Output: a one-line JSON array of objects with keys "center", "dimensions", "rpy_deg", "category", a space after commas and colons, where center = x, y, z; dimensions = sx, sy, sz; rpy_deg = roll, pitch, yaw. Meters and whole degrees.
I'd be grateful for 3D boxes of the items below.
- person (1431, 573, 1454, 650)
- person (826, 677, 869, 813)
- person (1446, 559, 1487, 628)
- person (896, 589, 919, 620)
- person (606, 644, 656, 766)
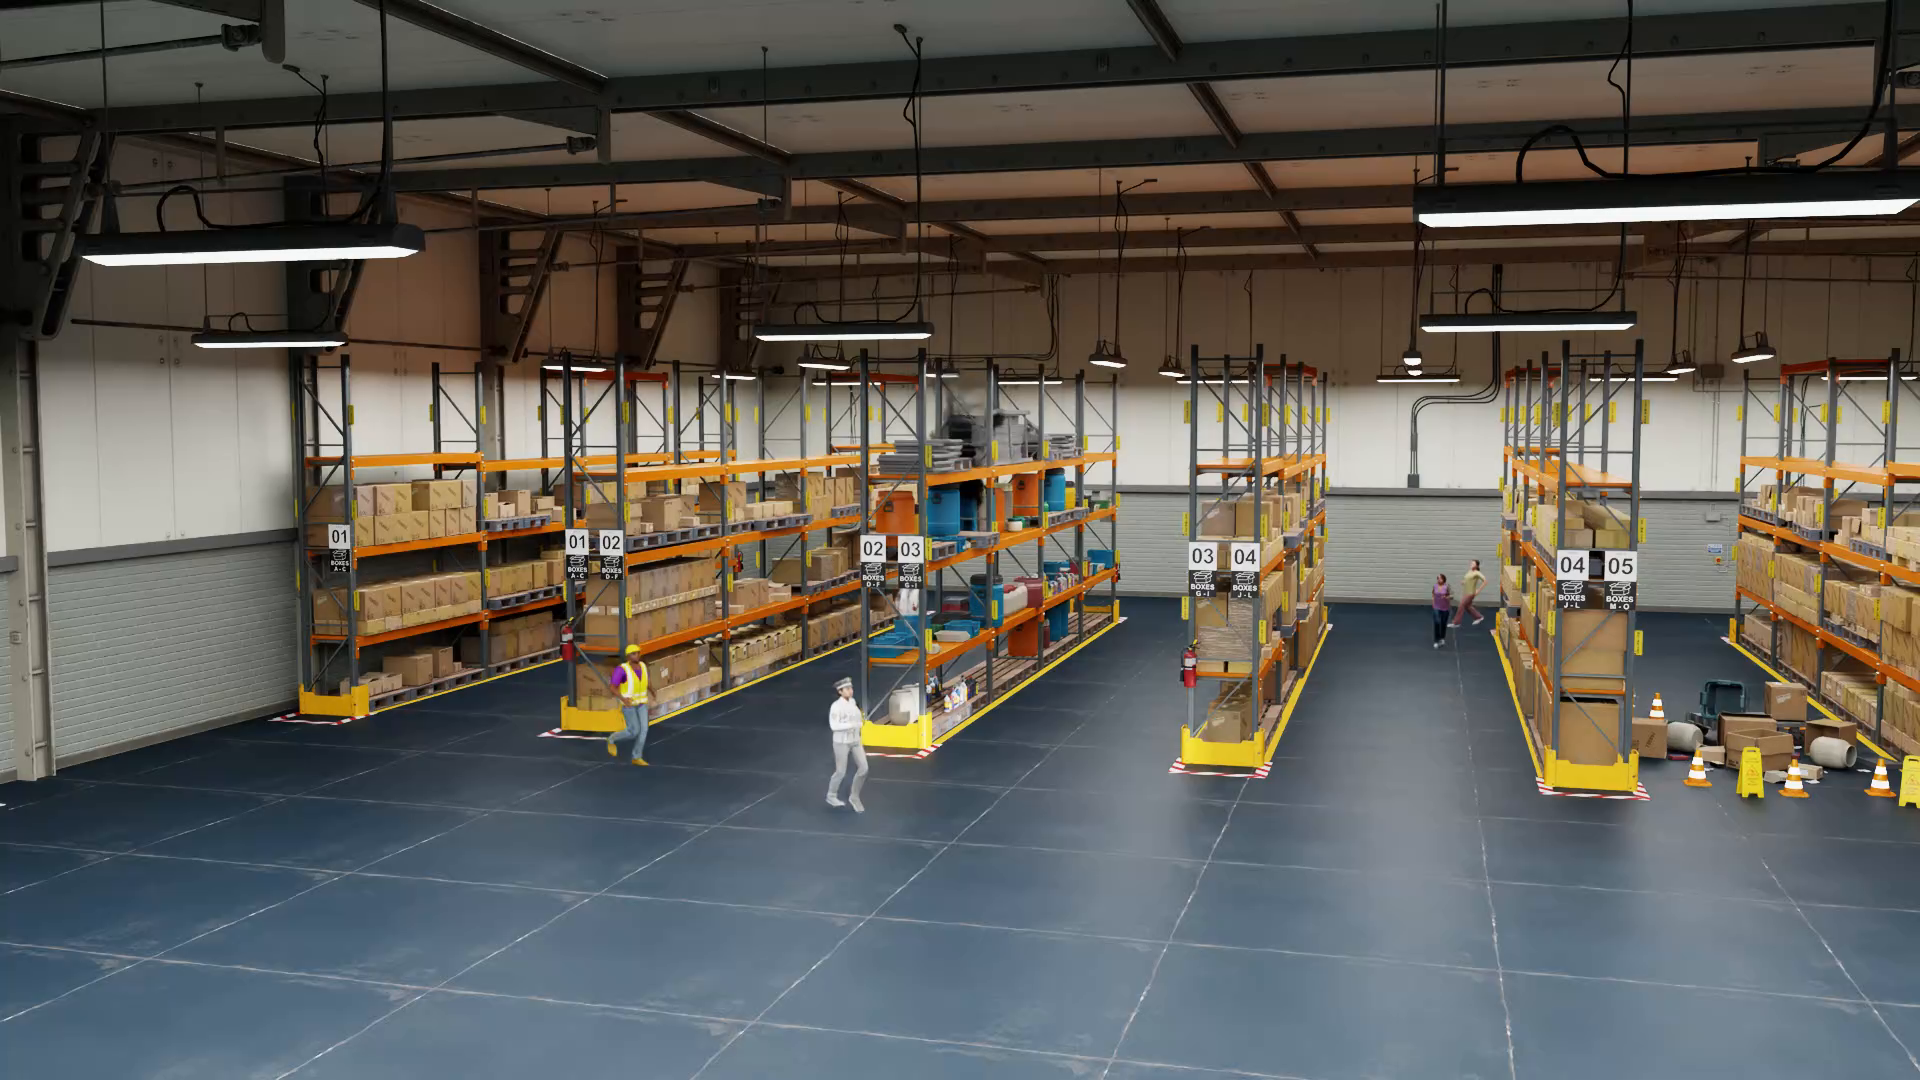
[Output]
[{"center": [10.373, 1.522, 35.769], "dimensions": [0.509, 1.629, 0.721], "rpy_deg": [2, 5, 23], "category": "person"}, {"center": [-1.406, 2.587, 20.992], "dimensions": [0.684, 1.734, 0.431], "rpy_deg": [4, 6, 43], "category": "person"}, {"center": [11.891, 1.255, 38.891], "dimensions": [0.926, 1.610, 0.602], "rpy_deg": [0, 4, -4], "category": "person"}, {"center": [-1.065, 1.569, 34.234], "dimensions": [0.530, 1.739, 0.803], "rpy_deg": [1, 4, 7], "category": "person"}, {"center": [-4.717, 2.355, 23.903], "dimensions": [0.695, 1.744, 0.701], "rpy_deg": [4, 6, 40], "category": "person"}]
